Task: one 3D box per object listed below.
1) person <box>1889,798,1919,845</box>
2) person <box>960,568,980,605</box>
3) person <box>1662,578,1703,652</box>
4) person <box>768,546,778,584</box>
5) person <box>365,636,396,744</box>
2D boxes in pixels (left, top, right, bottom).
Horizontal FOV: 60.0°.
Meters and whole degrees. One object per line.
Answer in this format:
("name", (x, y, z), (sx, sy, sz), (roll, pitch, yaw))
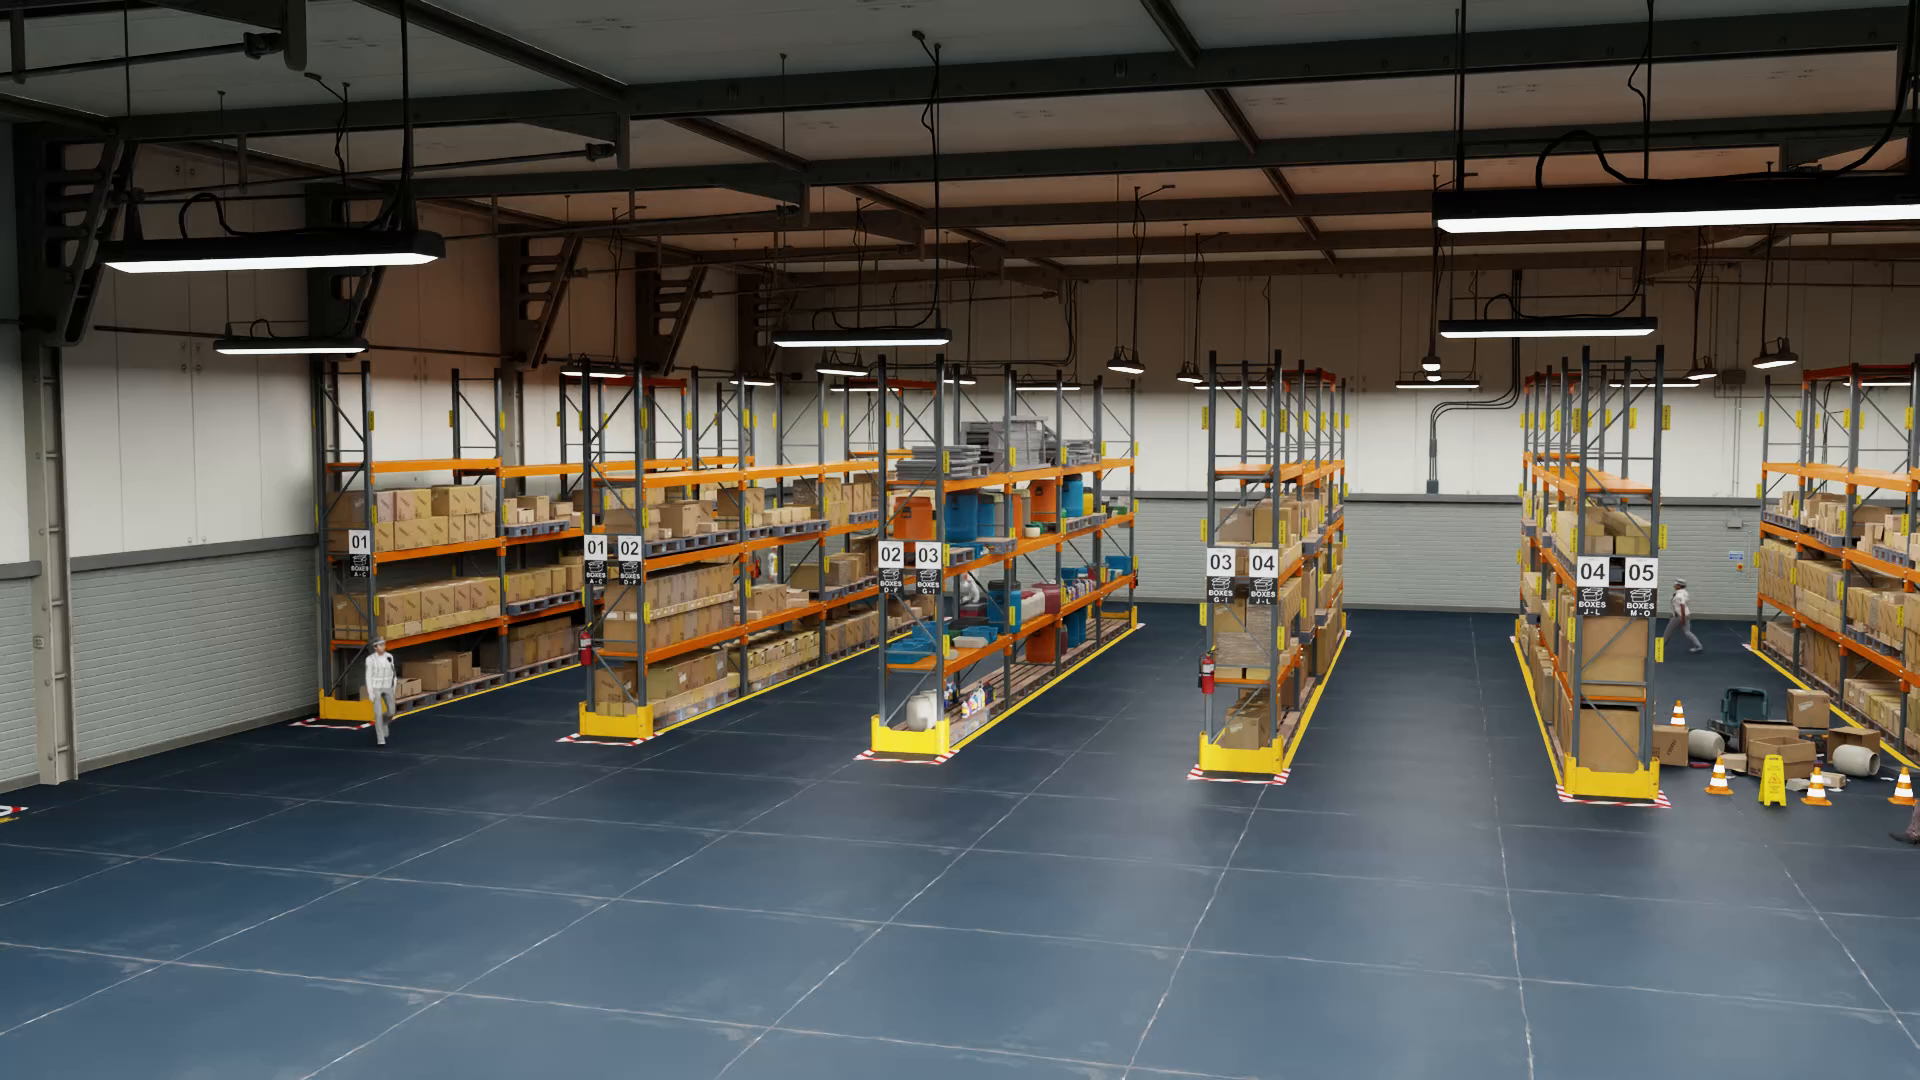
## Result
("person", (11.554, 2.768, 19.528), (1.070, 1.674, 0.526), (2, 5, 30))
("person", (0.255, 1.064, 42.644), (0.832, 1.772, 0.495), (1, 4, 11))
("person", (15.576, 1.625, 36.079), (0.427, 1.591, 1.097), (-4, 5, -41))
("person", (-4.874, 0.949, 44.178), (0.431, 1.779, 0.558), (1, 4, 14))
("person", (-8.997, 2.303, 25.803), (0.475, 1.674, 0.564), (-2, 5, -30))
